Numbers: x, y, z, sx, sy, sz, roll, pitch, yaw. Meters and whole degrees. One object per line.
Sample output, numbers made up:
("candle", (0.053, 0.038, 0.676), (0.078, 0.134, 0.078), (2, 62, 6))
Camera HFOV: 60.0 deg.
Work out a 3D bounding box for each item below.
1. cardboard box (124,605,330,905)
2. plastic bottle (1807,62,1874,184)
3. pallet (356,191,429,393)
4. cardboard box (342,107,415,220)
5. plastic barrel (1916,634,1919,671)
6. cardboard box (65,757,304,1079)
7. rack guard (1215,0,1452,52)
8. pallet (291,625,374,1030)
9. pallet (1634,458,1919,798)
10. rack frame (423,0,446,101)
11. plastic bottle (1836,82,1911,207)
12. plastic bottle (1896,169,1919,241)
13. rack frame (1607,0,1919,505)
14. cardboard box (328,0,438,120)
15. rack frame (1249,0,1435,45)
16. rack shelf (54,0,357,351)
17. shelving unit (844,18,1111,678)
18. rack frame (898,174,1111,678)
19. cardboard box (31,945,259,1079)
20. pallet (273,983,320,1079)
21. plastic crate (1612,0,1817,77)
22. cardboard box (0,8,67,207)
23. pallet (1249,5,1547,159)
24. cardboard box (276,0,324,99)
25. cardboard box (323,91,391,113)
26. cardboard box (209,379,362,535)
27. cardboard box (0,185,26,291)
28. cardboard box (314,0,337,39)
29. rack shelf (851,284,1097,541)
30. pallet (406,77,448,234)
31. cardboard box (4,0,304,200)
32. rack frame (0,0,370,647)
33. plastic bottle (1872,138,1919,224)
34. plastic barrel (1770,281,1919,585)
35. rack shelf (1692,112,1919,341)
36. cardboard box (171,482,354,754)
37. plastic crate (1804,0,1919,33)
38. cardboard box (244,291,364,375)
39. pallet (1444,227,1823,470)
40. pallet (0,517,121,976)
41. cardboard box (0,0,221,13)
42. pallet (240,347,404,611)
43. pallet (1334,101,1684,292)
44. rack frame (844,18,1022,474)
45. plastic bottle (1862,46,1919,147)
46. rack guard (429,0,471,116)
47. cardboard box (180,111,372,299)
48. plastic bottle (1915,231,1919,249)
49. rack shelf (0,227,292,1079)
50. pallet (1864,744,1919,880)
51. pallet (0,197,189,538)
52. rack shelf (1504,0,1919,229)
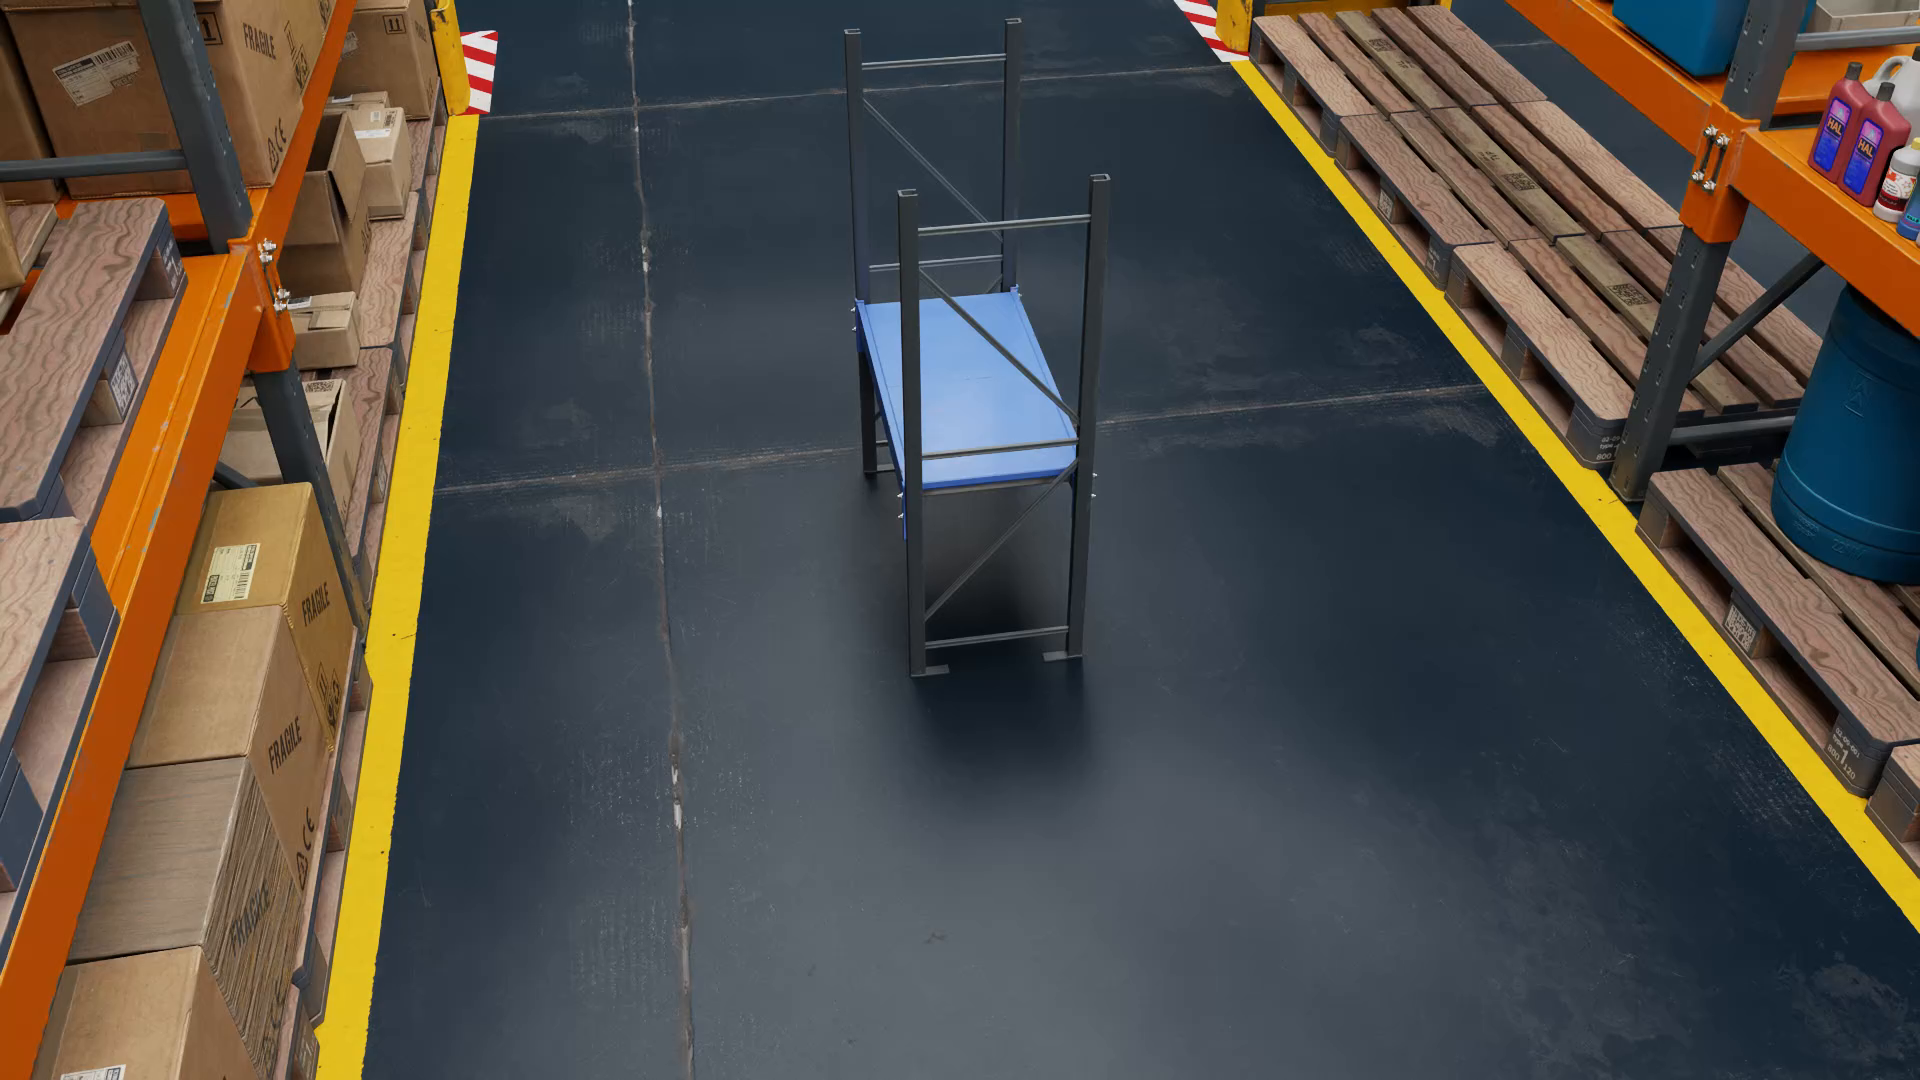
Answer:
("cardboard box", (-1.790, 0.521, 3.813), (0.500, 0.500, 0.500), (-6, 38, -8))
("plastic bottle", (2.284, -1.076, 4.285), (0.061, 0.283, 0.133), (-6, 38, -8))
("pallet", (-2.574, -0.911, 6.251), (1.003, 0.211, 1.213), (-6, 38, -8))
("cardboard box", (-2.464, -1.484, 6.598), (0.500, 0.250, 0.500), (-6, 38, -8))
("plastic barrel", (2.843, 0.032, 4.132), (0.600, 0.901, 0.708), (-6, 38, -8))
("cardboard box", (-1.703, 0.824, 3.423), (0.500, 0.500, 0.500), (-6, 38, -7))
("rack guard", (1.922, -2.831, 8.487), (1.175, 0.500, 0.348), (-6, 38, -8))
("pallet", (-2.057, 0.730, 4.139), (1.003, 0.211, 1.213), (-6, 38, -8))
("pallet", (2.734, 0.182, 4.843), (1.003, 0.211, 1.213), (-6, 38, -8))
("rack frame", (-2.938, -3.275, 7.020), (1.000, 3.000, 0.127), (-6, 38, -8))
("plastic bottle", (2.308, -0.995, 4.181), (0.061, 0.283, 0.133), (-6, 38, -8))
("plastic bottle", (2.363, -0.864, 4.022), (0.097, 0.271, 0.097), (0, 38, 0))
("rack frame", (2.640, -1.389, 4.593), (1.000, 3.000, 0.127), (-6, 38, -8))
("cardboard box", (-2.601, -2.160, 7.264), (0.500, 0.500, 0.500), (-6, 38, -8))
("rack frame", (1.939, -3.805, 7.703), (1.000, 3.000, 0.127), (-6, 38, -8))
("rack shelf", (-2.588, -1.783, 5.686), (1.077, 0.370, 4.000), (-6, 38, -8))
("shelving unit", (0.015, -0.541, 4.724), (0.538, 1.500, 1.048), (-6, 38, -8))
("rack frame", (0.104, -0.234, 4.328), (0.500, 1.500, 0.032), (-6, 38, -8))
("cardboard box", (-1.611, 1.131, 3.028), (0.500, 0.500, 0.500), (-7, 38, -9))
("pallet", (-1.840, 1.468, 3.188), (1.003, 0.211, 1.213), (-6, 38, -8))
("plastic crate", (2.223, -1.652, 4.896), (0.392, 0.384, 0.575), (-6, 38, -8))
("cardboard box", (-2.577, -1.173, 4.233), (0.500, 0.500, 0.500), (-6, 38, -7))
("pallet", (2.045, -2.202, 7.912), (1.003, 0.211, 1.213), (-6, 38, -8))
("cardboard box", (-2.151, -1.544, 4.711), (0.500, 0.500, 0.500), (-6, 38, -7))
("cardboard box", (-2.618, -1.773, 7.039), (0.380, 0.166, 0.250), (-6, 38, -8))
("cardboard box", (-2.098, -0.248, 4.957), (0.500, 0.311, 0.500), (-6, 38, -8))
("cardboard box", (-2.374, -0.754, 3.352), (0.700, 0.500, 0.500), (-19, 42, -23))
("cardboard box", (-2.237, -1.847, 5.101), (0.500, 0.500, 0.500), (-6, 38, -8))
("rack shelf", (0.015, -0.399, 4.834), (0.538, 0.185, 1.000), (-6, 38, -8))
("pallet", (-2.784, -1.646, 7.197), (1.003, 0.211, 1.213), (-6, 38, -8))
("cardboard box", (-2.058, -1.235, 4.314), (0.500, 0.500, 0.500), (-5, 38, -7))
("rack frame", (-2.237, -0.859, 3.911), (1.000, 3.000, 0.127), (-6, 38, -8))
("plastic bottle", (2.346, -0.895, 4.119), (0.097, 0.201, 0.097), (0, 38, 0))
("plastic barrel", (2.719, -0.396, 4.683), (0.600, 0.901, 0.708), (-6, 38, -8))
("rack shelf", (2.991, 0.103, 3.259), (1.077, 0.370, 4.000), (-6, 38, -8))
("cardboard box", (-1.868, 0.222, 4.198), (0.500, 0.500, 0.500), (-6, 38, -8))
("plastic crate", (2.699, -1.605, 5.037), (0.396, 0.136, 0.243), (-6, 38, -8))
("cardboard box", (-2.259, -0.712, 5.672), (0.380, 0.166, 0.250), (-6, 38, -8))
("pallet", (2.473, -0.728, 6.015), (1.003, 0.211, 1.213), (-6, 38, -8))
("pallet", (-1.881, 0.459, 2.371), (1.003, 0.211, 1.213), (-6, 38, -8))
("cardboard box", (-2.043, -1.608, 3.978), (0.500, 0.500, 0.500), (-5, 38, -7))
("pallet", (-2.357, -0.172, 5.300), (1.003, 0.211, 1.213), (-6, 38, -8))
("pallet", (2.256, -1.467, 6.966), (1.003, 0.211, 1.213), (-6, 38, -8))
("rack frame", (-0.074, -0.848, 5.119), (0.500, 1.500, 0.032), (-6, 38, -8))
("plastic bottle", (2.390, -1.098, 4.259), (0.144, 0.351, 0.185), (-6, 38, -8))
("rack guard", (-2.925, -2.242, 7.728), (1.175, 0.500, 0.348), (-6, 38, -8))
("cardboard box", (-2.572, -1.181, 6.001), (0.797, 0.503, 0.637), (-6, 38, -8))
("plastic bottle", (2.410, -0.799, 3.934), (0.152, 0.276, 0.135), (-6, 38, -8))
("rack shelf", (-1.886, 0.633, 2.576), (1.077, 0.370, 4.000), (-6, 38, -8))
("pallet", (2.952, 0.921, 3.893), (1.003, 0.211, 1.213), (-6, 38, -8))
("pallet", (-2.204, -0.289, 3.333), (1.003, 0.211, 1.213), (-6, 38, -8))
("rack shelf", (2.290, -2.313, 6.369), (1.077, 0.370, 4.000), (-6, 38, -8))
